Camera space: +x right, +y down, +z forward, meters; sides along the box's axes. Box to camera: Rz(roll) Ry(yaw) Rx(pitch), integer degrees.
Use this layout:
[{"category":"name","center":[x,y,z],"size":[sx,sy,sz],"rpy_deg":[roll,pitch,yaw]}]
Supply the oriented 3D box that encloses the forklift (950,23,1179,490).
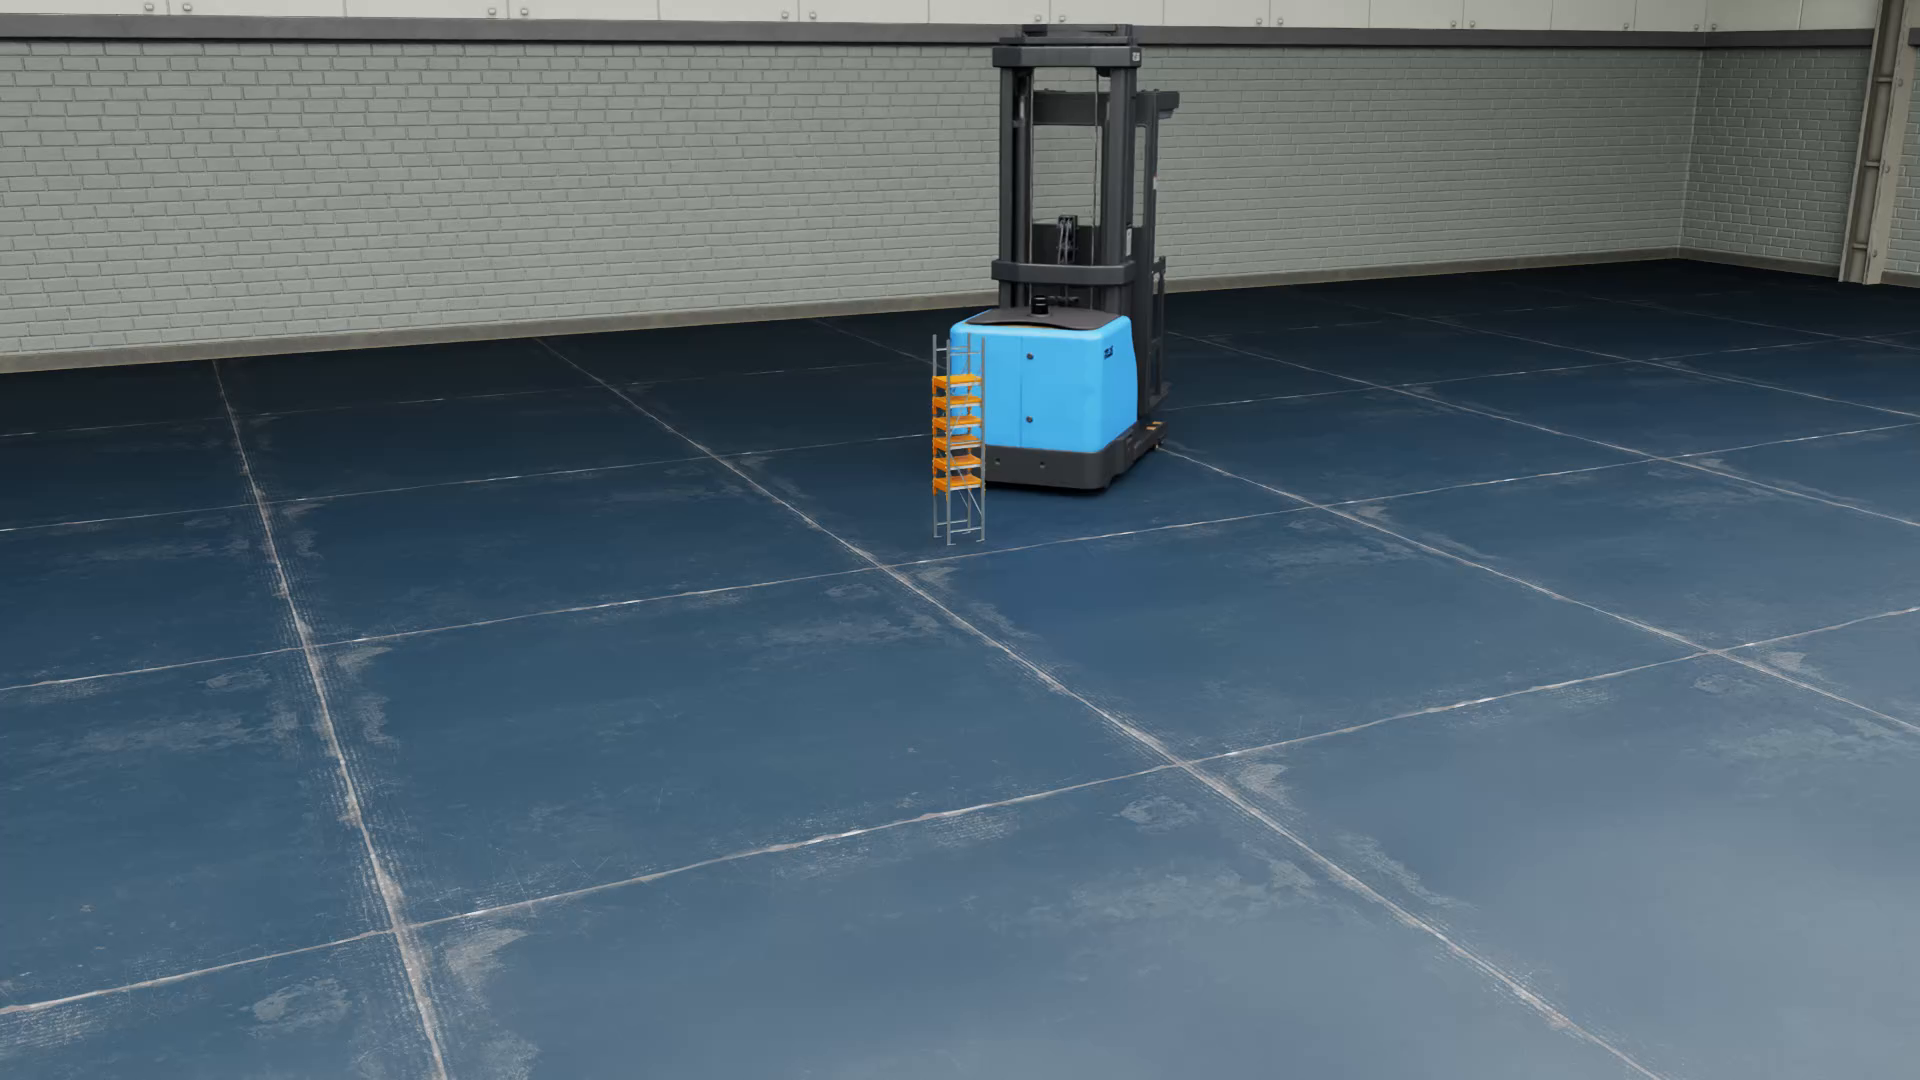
[{"category":"forklift","center":[0.889,-2.097,11.743],"size":[1.130,2.935,3.031],"rpy_deg":[6,17,19]}]

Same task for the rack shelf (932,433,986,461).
[{"category":"rack shelf","center":[-0.006,-0.538,9.610],"size":[0.258,0.103,0.180],"rpy_deg":[-8,18,-25]}]

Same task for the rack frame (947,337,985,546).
[{"category":"rack frame","center":[0.034,-0.558,9.519],"size":[0.240,1.200,0.006],"rpy_deg":[-8,18,-25]}]

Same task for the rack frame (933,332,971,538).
[{"category":"rack frame","center":[-0.046,-0.603,9.677],"size":[0.240,1.200,0.006],"rpy_deg":[-8,18,-25]}]

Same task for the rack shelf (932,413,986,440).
[{"category":"rack shelf","center":[-0.006,-0.653,9.577],"size":[0.258,0.103,0.180],"rpy_deg":[-8,18,-25]}]

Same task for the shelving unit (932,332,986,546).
[{"category":"shelving unit","center":[-0.006,-0.580,9.598],"size":[0.258,1.200,0.189],"rpy_deg":[-8,18,-25]}]

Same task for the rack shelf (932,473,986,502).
[{"category":"rack shelf","center":[-0.006,-0.307,9.676],"size":[0.258,0.103,0.180],"rpy_deg":[-8,18,-25]}]

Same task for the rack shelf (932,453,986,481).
[{"category":"rack shelf","center":[-0.006,-0.422,9.643],"size":[0.258,0.103,0.180],"rpy_deg":[-8,18,-25]}]

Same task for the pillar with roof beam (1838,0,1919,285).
[{"category":"pillar with roof beam","center":[7.614,-7.097,18.168],"size":[9.100,9.000,0.400],"rpy_deg":[-8,18,-25]}]

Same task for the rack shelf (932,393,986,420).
[{"category":"rack shelf","center":[-0.006,-0.768,9.544],"size":[0.258,0.103,0.180],"rpy_deg":[-8,18,-25]}]

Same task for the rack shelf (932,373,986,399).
[{"category":"rack shelf","center":[-0.006,-0.884,9.511],"size":[0.258,0.103,0.180],"rpy_deg":[-8,18,-25]}]
